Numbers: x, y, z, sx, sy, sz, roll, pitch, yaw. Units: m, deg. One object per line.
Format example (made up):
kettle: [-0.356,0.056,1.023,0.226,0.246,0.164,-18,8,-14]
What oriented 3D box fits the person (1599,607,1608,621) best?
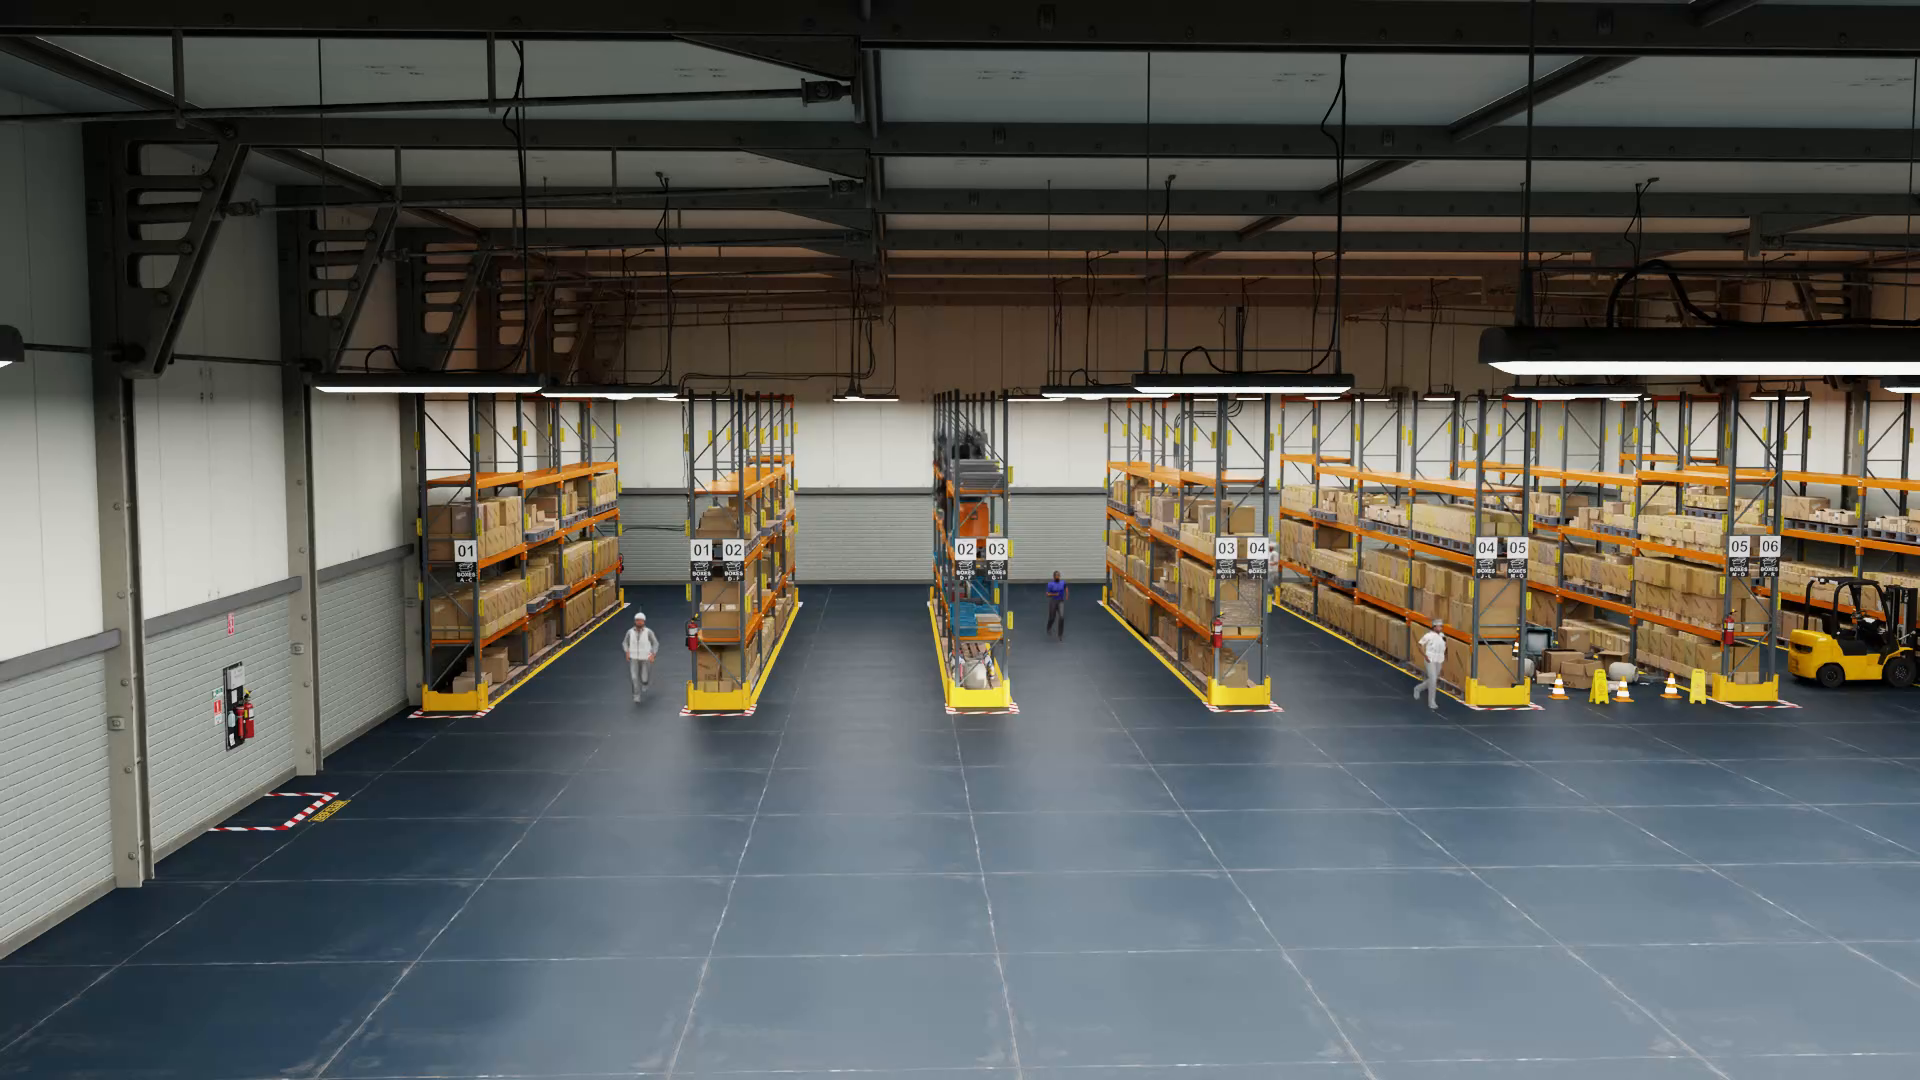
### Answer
person: [16.335,1.387,42.398,0.666,1.819,0.888,-1,5,-9]

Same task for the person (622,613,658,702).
person: [-6.170,2.249,32.073,0.695,1.711,0.624,0,5,-3]

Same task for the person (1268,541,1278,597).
person: [9.181,0.873,49.088,0.581,1.694,0.793,-1,5,-8]

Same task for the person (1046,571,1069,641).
person: [2.364,1.593,40.598,0.587,1.698,0.896,-1,5,-6]

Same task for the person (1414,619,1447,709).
person: [9.034,2.321,31.734,0.625,1.661,0.814,-2,5,-23]
